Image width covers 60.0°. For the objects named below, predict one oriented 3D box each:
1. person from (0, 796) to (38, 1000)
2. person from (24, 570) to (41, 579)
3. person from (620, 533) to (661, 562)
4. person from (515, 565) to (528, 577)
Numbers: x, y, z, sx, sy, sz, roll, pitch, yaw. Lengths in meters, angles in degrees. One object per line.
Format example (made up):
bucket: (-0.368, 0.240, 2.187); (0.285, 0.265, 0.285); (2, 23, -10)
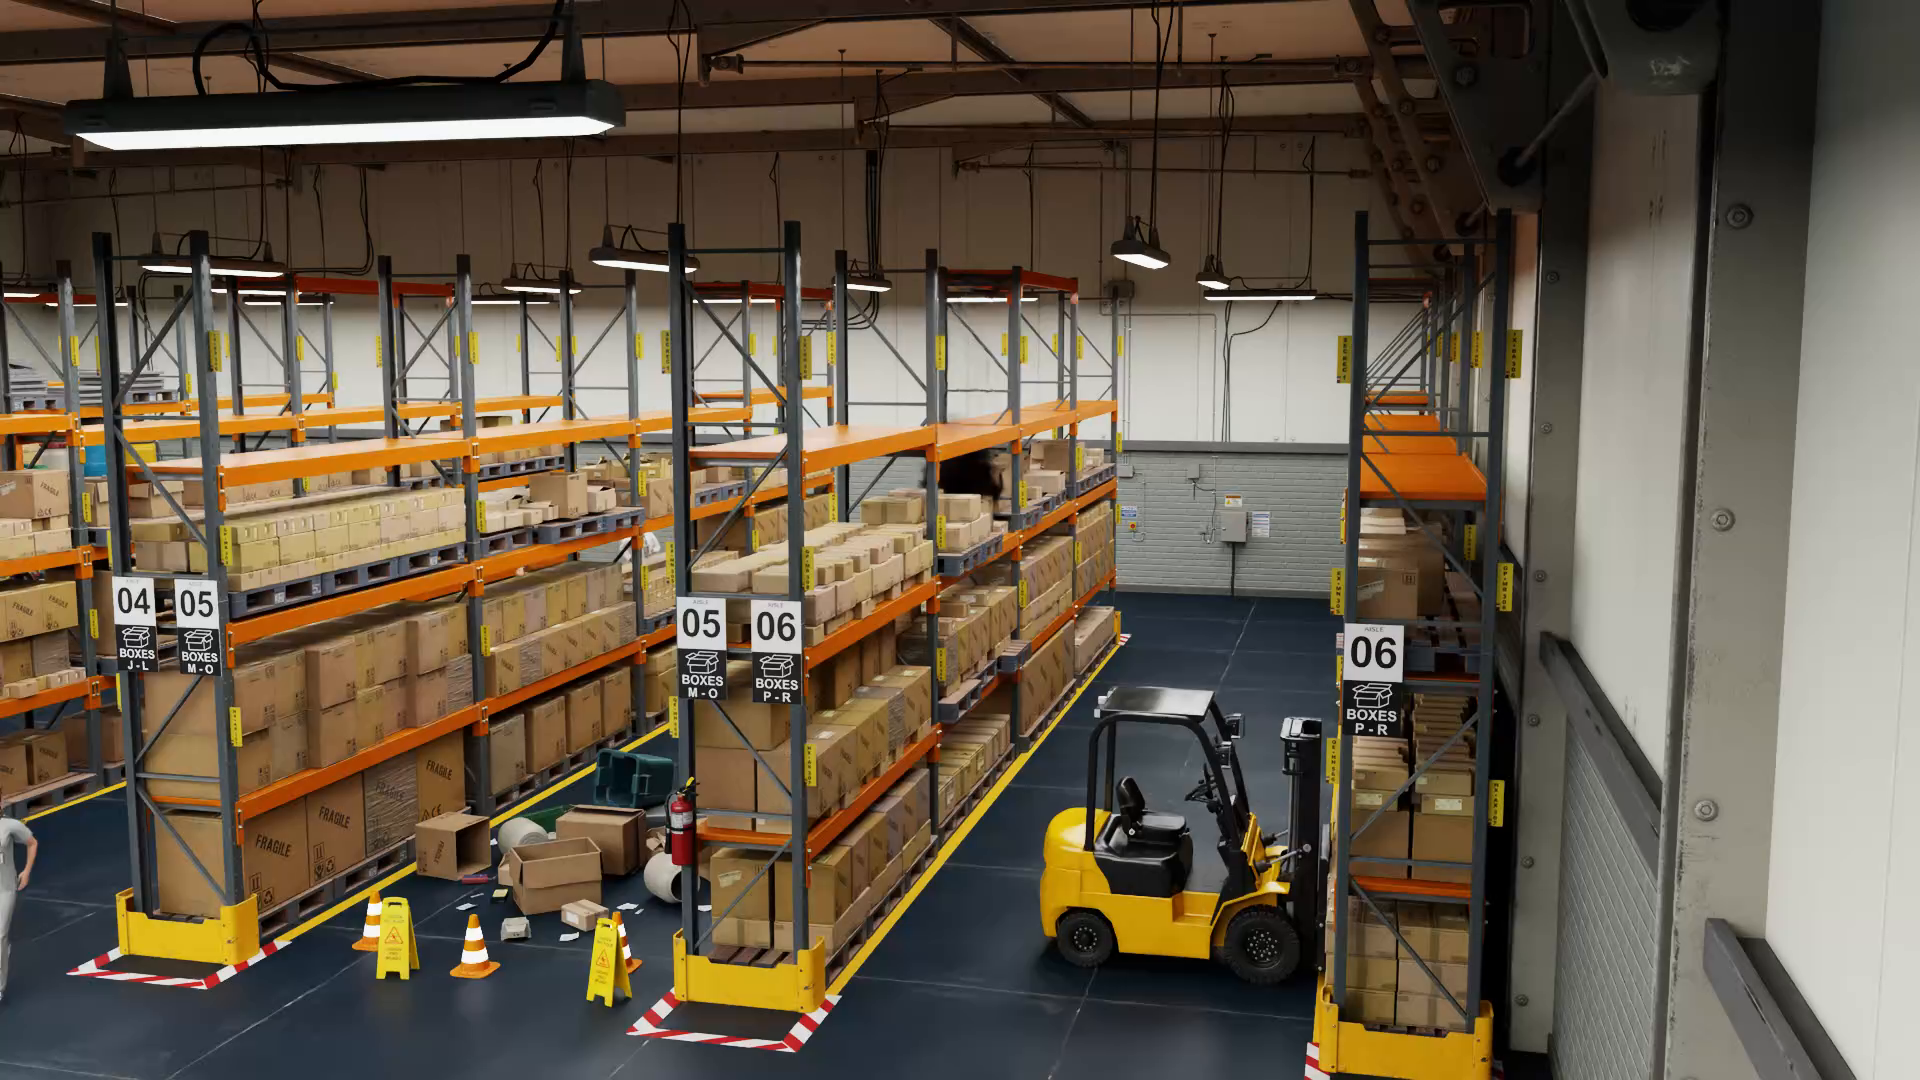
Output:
person: (-7.569, 2.762, 13.060); (0.589, 1.671, 0.823); (-2, 7, -16)
person: (-15.639, 0.906, 28.164); (0.585, 1.695, 0.727); (2, 7, 13)
person: (-5.882, 0.519, 30.978); (0.734, 1.749, 0.984); (-5, 9, -36)
person: (-6.768, 1.185, 25.954); (0.599, 1.693, 0.817); (2, 7, 14)
